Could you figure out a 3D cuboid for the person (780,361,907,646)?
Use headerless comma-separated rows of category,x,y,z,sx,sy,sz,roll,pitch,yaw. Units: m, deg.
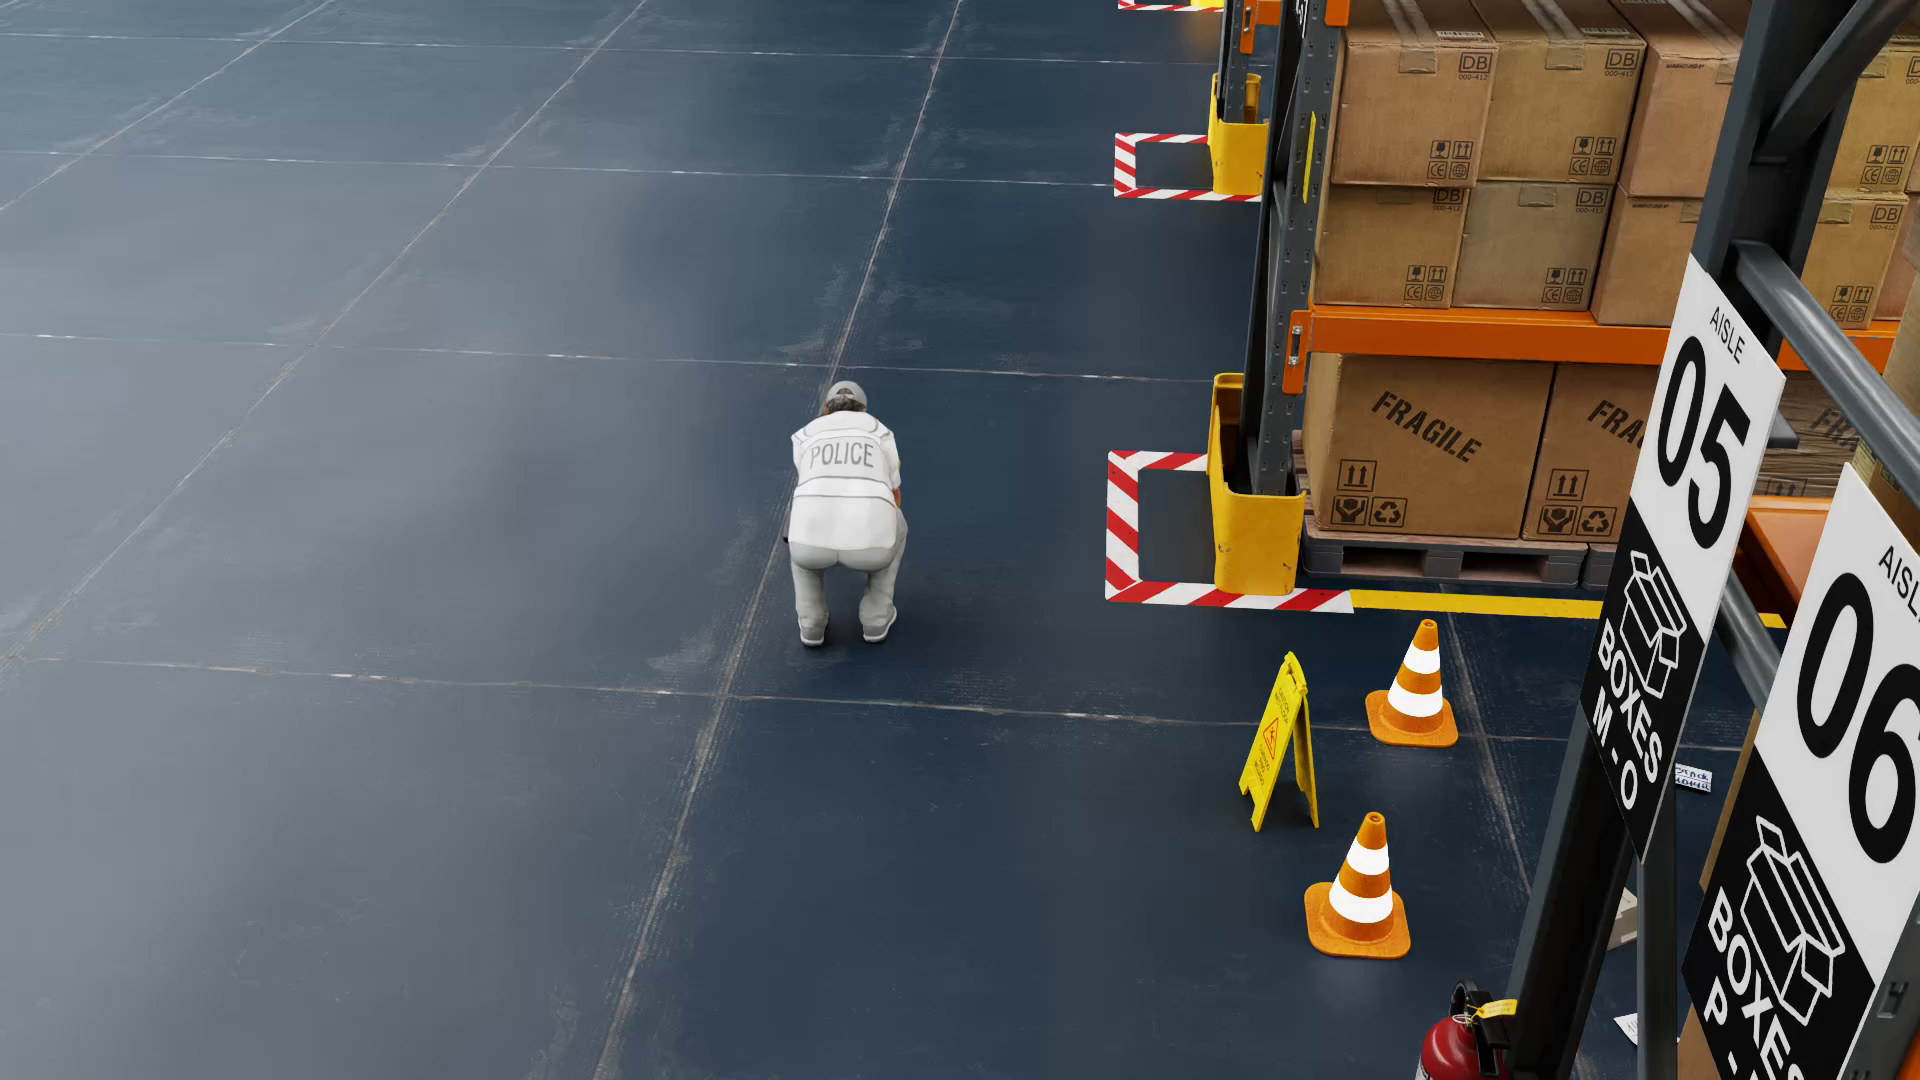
person,-0.475,-0.129,6.956,0.507,1.014,0.916,1,32,2
